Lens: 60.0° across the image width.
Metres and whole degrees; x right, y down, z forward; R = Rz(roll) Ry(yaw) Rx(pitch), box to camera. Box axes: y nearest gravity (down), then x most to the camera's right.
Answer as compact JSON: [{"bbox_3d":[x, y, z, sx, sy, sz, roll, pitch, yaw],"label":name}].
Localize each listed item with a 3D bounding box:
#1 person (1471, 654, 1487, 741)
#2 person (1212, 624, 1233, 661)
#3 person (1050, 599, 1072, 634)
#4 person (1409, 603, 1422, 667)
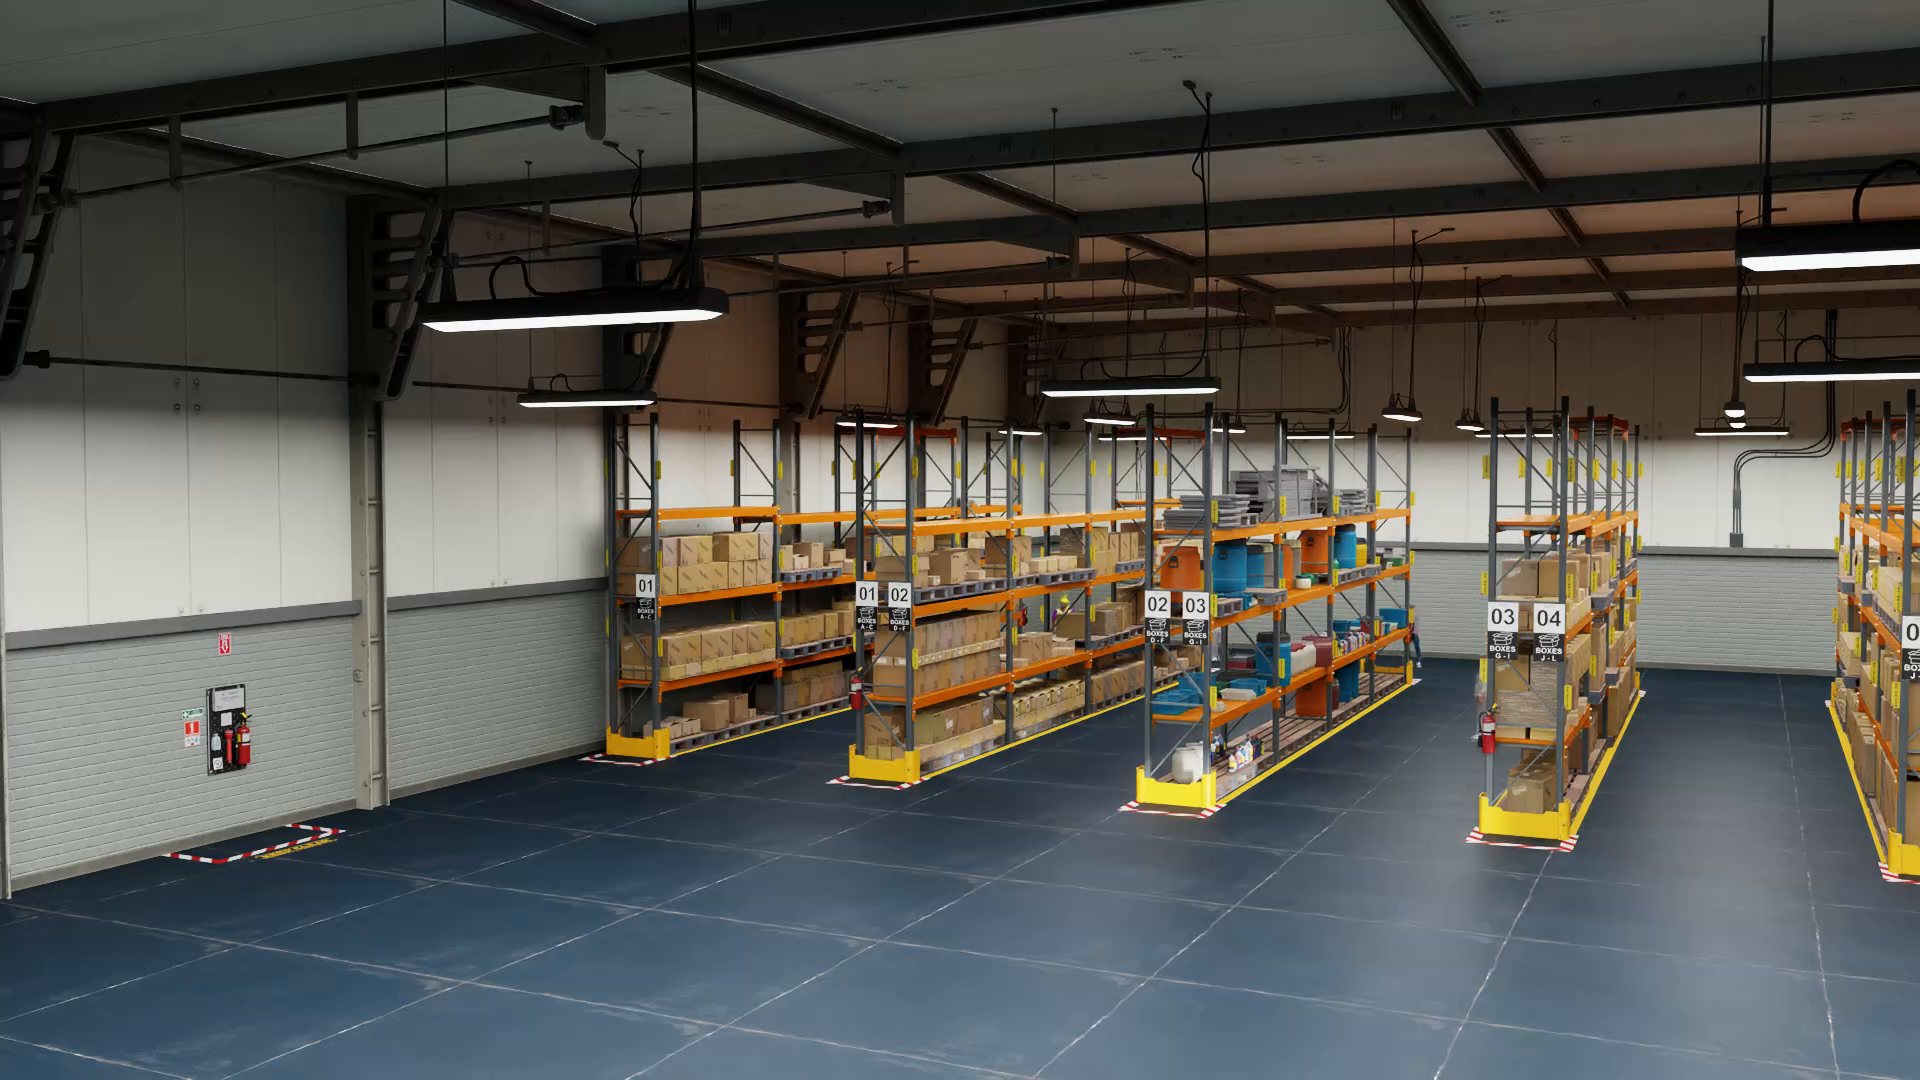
[{"bbox_3d":[9.698,2.918,30.834,0.484,1.617,0.431,0,2,0],"label":"person"},{"bbox_3d":[6.744,2.391,42.854,0.553,1.629,0.967,0,2,-5],"label":"person"},{"bbox_3d":[2.643,2.367,42.707,0.704,1.716,1.020,0,2,7],"label":"person"},{"bbox_3d":[11.548,2.424,42.438,0.487,1.610,0.349,1,3,28],"label":"person"}]
